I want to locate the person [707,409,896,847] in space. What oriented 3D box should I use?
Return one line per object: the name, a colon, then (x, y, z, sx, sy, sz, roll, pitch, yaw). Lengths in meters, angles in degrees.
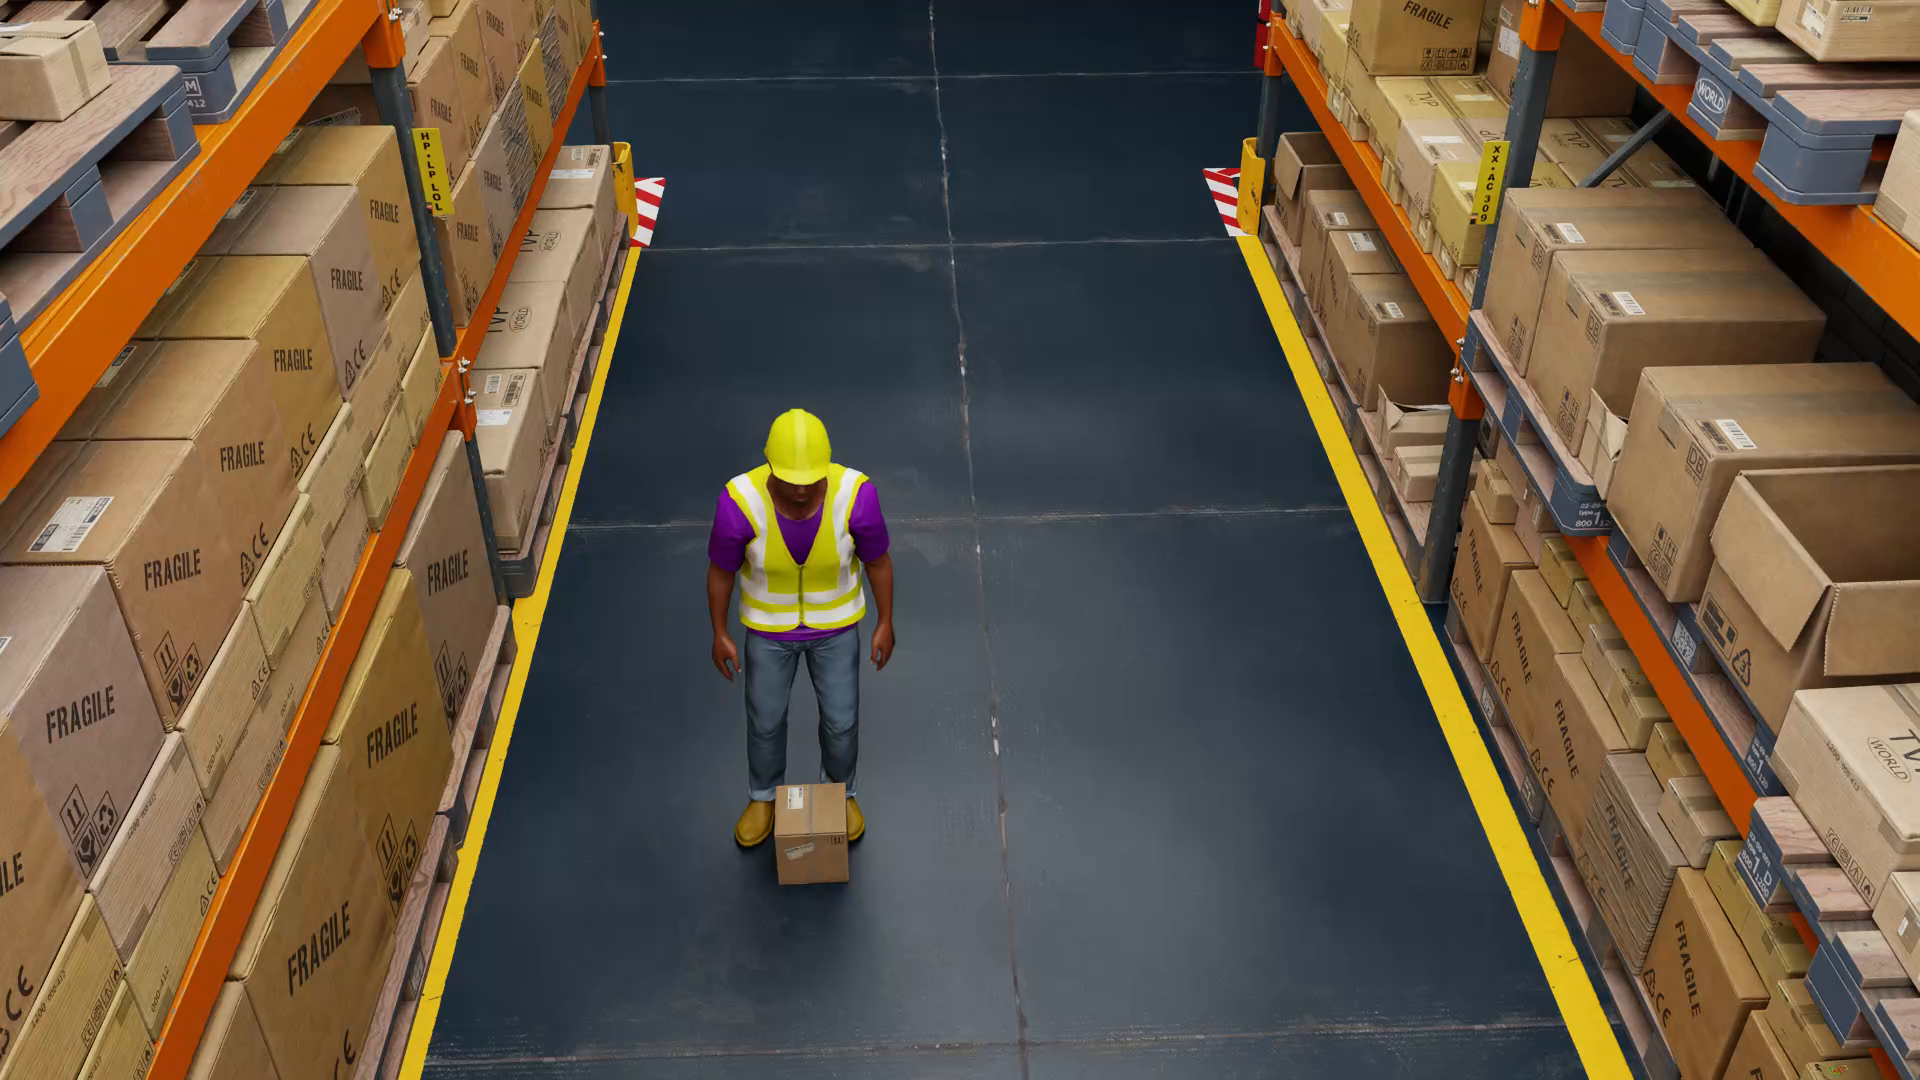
person: (-0.537, 0.304, 5.697, 0.635, 1.760, 0.458, -3, 35, -5)
